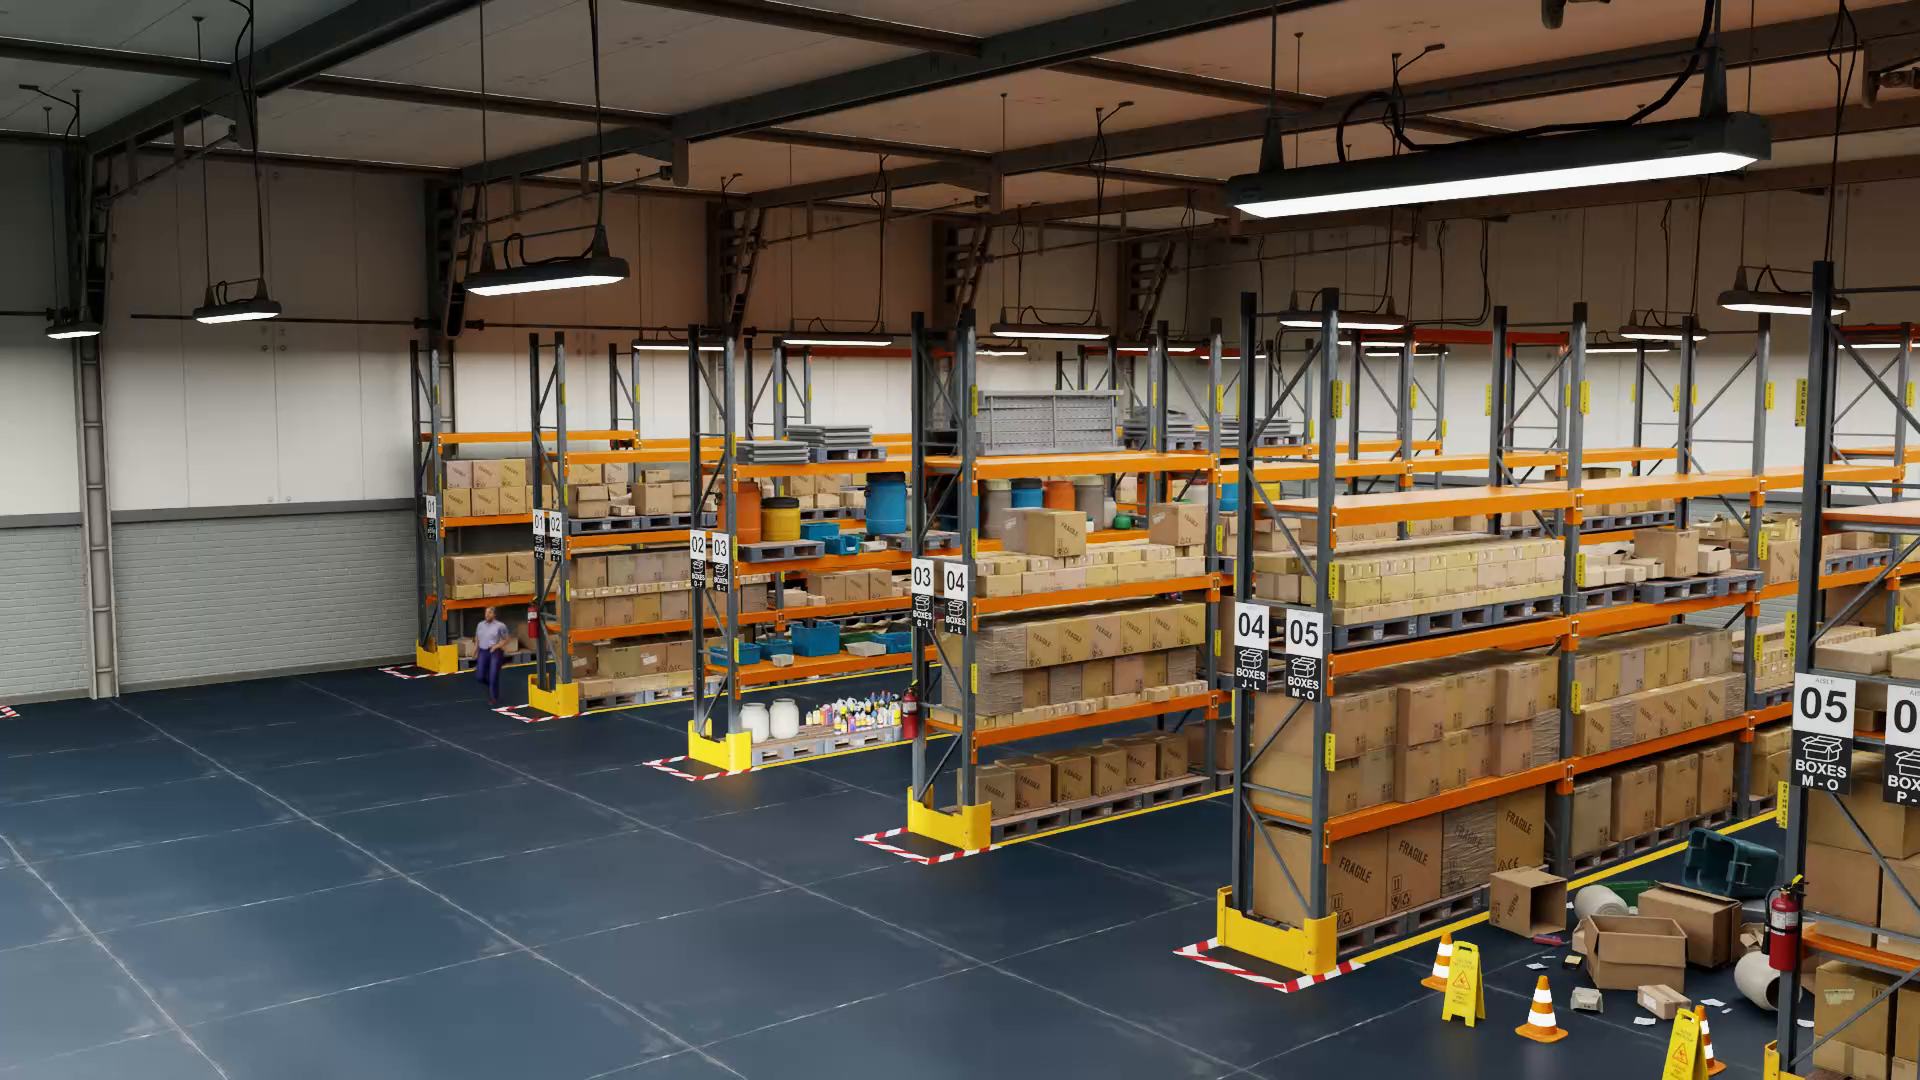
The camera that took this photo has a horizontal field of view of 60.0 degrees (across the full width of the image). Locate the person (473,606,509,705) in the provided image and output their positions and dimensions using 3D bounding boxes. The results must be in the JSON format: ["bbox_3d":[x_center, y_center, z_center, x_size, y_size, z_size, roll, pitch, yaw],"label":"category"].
[{"bbox_3d":[-7.625,1.877,26.998,0.607,1.603,0.548,0,5,5],"label":"person"}]

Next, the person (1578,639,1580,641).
[{"bbox_3d":[8.605,2.185,23.208,0.638,1.690,0.967,5,7,44],"label":"person"}]
